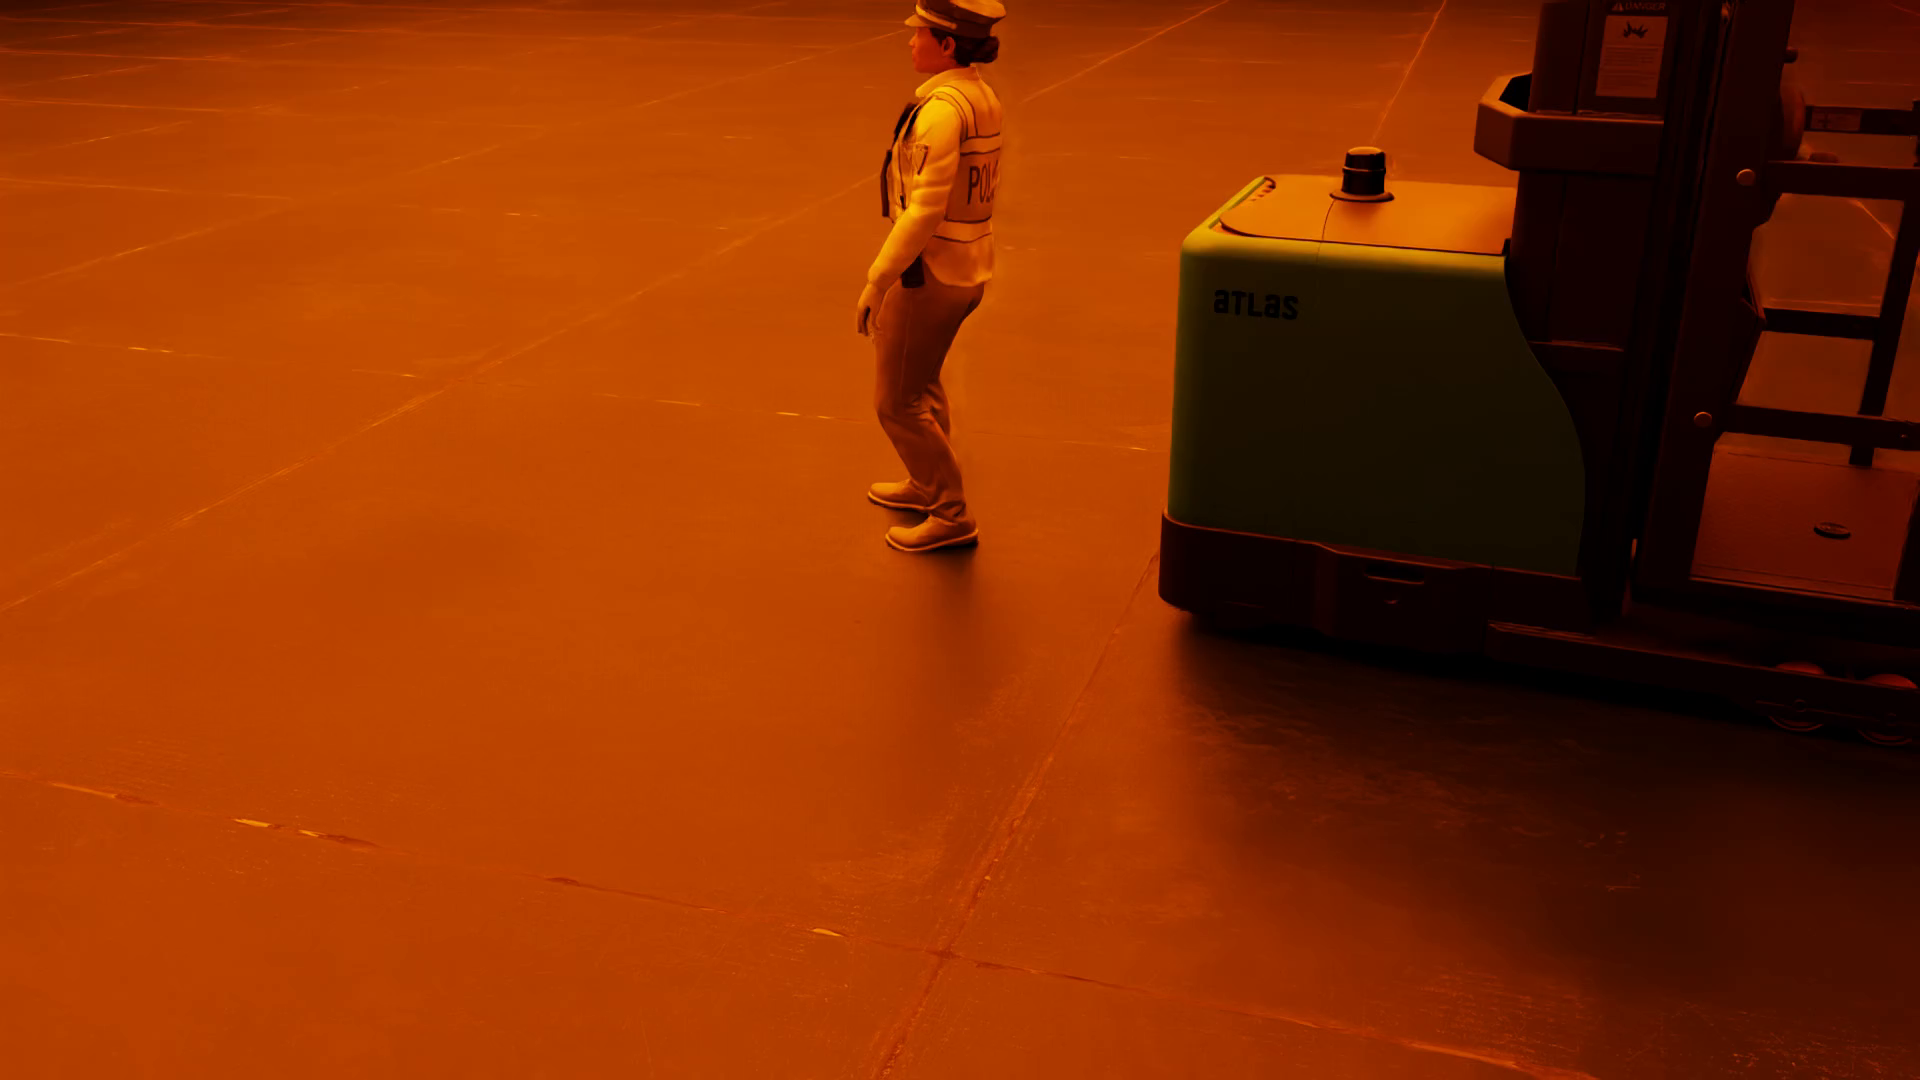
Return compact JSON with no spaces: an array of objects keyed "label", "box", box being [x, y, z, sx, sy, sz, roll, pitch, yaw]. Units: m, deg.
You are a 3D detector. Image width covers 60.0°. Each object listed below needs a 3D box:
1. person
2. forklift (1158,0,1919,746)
[{"label":"person","box":[-0.126,-0.775,4.850,0.527,1.670,0.636,8,24,18]},{"label":"forklift","box":[2.117,-1.097,3.936,3.031,2.935,1.130,8,24,19]}]
